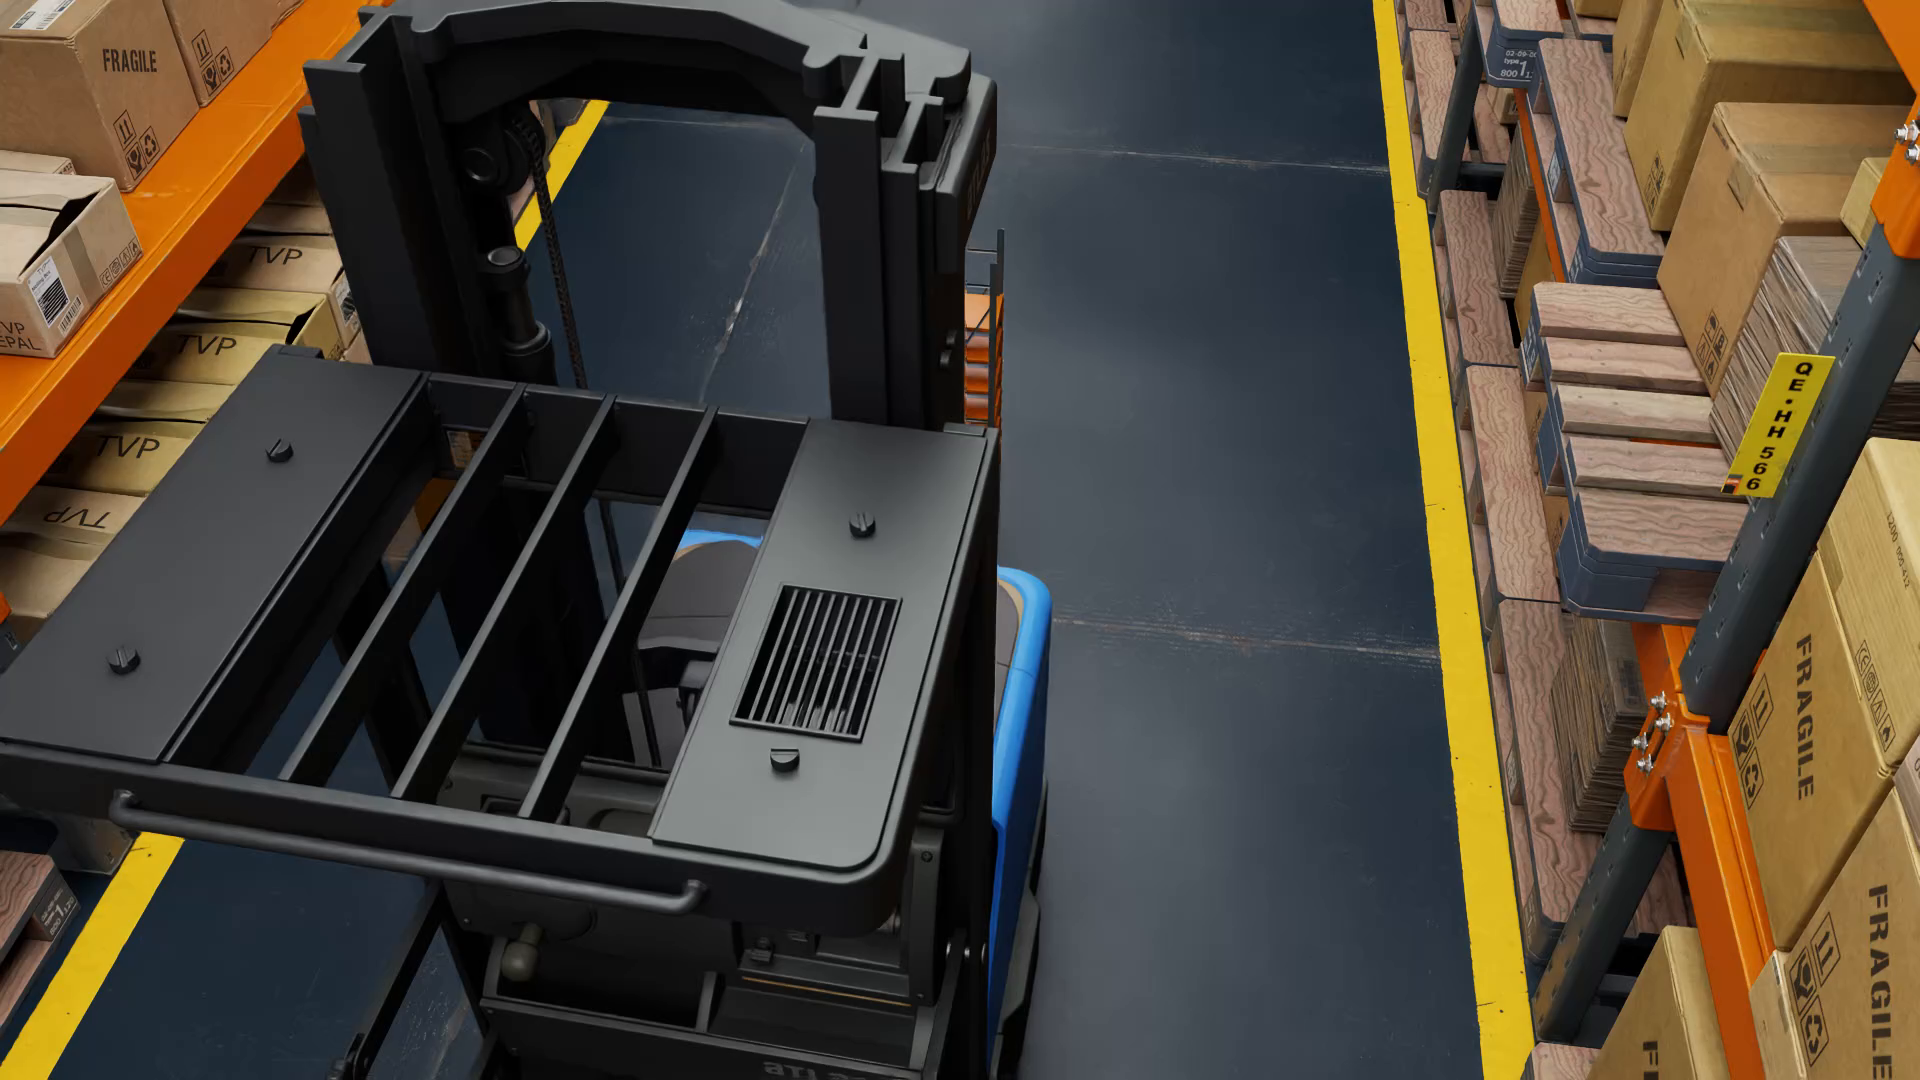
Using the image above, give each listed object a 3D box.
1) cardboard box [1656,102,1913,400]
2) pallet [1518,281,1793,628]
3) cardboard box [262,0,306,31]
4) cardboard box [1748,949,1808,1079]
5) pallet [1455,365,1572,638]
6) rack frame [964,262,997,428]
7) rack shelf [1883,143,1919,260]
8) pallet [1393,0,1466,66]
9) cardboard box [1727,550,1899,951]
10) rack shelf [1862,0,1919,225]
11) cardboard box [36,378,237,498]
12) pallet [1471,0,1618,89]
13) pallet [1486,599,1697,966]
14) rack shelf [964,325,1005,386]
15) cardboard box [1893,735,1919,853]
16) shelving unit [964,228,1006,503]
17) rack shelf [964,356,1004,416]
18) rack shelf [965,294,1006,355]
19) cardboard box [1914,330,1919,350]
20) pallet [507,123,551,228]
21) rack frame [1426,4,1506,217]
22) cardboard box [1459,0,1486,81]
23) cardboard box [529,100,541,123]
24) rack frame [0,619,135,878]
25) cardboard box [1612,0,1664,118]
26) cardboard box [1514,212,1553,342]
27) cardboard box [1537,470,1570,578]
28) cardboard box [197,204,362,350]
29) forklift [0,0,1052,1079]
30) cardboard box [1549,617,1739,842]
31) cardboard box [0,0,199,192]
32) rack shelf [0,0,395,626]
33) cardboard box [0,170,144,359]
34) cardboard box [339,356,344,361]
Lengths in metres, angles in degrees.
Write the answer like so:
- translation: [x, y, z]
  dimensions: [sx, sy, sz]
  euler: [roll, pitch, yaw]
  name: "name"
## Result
- translation: [2.112, -0.668, 3.881]
  dimensions: [0.700, 0.500, 0.500]
  euler: [1, 43, 2]
  name: "cardboard box"
- translation: [2.002, -0.193, 3.912]
  dimensions: [1.213, 0.211, 1.003]
  euler: [5, 44, 6]
  name: "pallet"
- translation: [-2.556, -2.097, 5.710]
  dimensions: [0.500, 0.500, 0.500]
  euler: [8, 44, 9]
  name: "cardboard box"
- translation: [1.579, 0.864, 2.824]
  dimensions: [0.380, 0.149, 0.250]
  euler: [6, 44, 7]
  name: "cardboard box"
- translation: [2.282, -0.116, 5.719]
  dimensions: [1.003, 0.211, 1.213]
  euler: [5, 44, 6]
  name: "pallet"
- translation: [-0.010, -0.383, 5.282]
  dimensions: [0.240, 1.200, 0.006]
  euler: [5, 44, 6]
  name: "rack frame"
- translation: [1.749, 0.768, 1.099]
  dimensions: [1.077, 0.370, 4.000]
  euler: [5, 44, 6]
  name: "rack shelf"
- translation: [2.755, -2.776, 8.528]
  dimensions: [1.003, 0.211, 1.213]
  euler: [5, 44, 6]
  name: "pallet"
- translation: [1.695, 0.389, 2.854]
  dimensions: [0.500, 0.500, 0.500]
  euler: [6, 44, 7]
  name: "cardboard box"
- translation: [2.278, -1.959, 3.978]
  dimensions: [1.077, 0.370, 4.000]
  euler: [5, 44, 6]
  name: "rack shelf"
- translation: [-2.476, -0.262, 5.132]
  dimensions: [0.500, 0.311, 0.500]
  euler: [4, 44, 4]
  name: "cardboard box"
- translation: [2.297, -1.916, 5.732]
  dimensions: [1.003, 0.211, 1.213]
  euler: [5, 44, 6]
  name: "pallet"
- translation: [2.118, 0.713, 4.844]
  dimensions: [1.003, 0.211, 1.213]
  euler: [5, 44, 6]
  name: "pallet"
- translation: [0.002, -0.588, 5.213]
  dimensions: [0.258, 0.103, 0.180]
  euler: [5, 44, 6]
  name: "rack shelf"
- translation: [1.627, 0.461, 2.232]
  dimensions: [0.500, 0.250, 0.500]
  euler: [5, 44, 5]
  name: "cardboard box"
- translation: [0.002, -0.446, 5.348]
  dimensions: [0.258, 1.200, 0.189]
  euler: [5, 44, 6]
  name: "shelving unit"
- translation: [0.002, -0.500, 5.296]
  dimensions: [0.258, 0.103, 0.180]
  euler: [5, 44, 6]
  name: "rack shelf"
- translation: [0.002, -0.675, 5.131]
  dimensions: [0.258, 0.103, 0.180]
  euler: [5, 44, 6]
  name: "rack shelf"
- translation: [2.029, -0.437, 3.165]
  dimensions: [0.380, 0.149, 0.250]
  euler: [0, 43, 0]
  name: "cardboard box"
- translation: [-2.427, -1.423, 7.099]
  dimensions: [1.003, 0.211, 1.213]
  euler: [5, 44, 6]
  name: "pallet"
- translation: [2.542, -2.494, 6.202]
  dimensions: [1.000, 3.000, 0.127]
  euler: [5, 44, 6]
  name: "rack frame"
- translation: [2.640, -2.457, 7.661]
  dimensions: [0.500, 0.500, 0.500]
  euler: [2, 43, 2]
  name: "cardboard box"
- translation: [-2.136, -1.786, 7.149]
  dimensions: [0.500, 0.250, 0.500]
  euler: [5, 44, 5]
  name: "cardboard box"
- translation: [-2.898, -0.215, 3.796]
  dimensions: [1.000, 3.000, 0.127]
  euler: [5, 44, 6]
  name: "rack frame"
- translation: [2.304, -1.514, 4.775]
  dimensions: [0.700, 0.500, 0.500]
  euler: [11, 45, 11]
  name: "cardboard box"
- translation: [2.443, -0.886, 6.002]
  dimensions: [0.700, 0.500, 0.500]
  euler: [4, 44, 5]
  name: "cardboard box"
- translation: [2.278, -0.197, 5.274]
  dimensions: [0.700, 0.500, 0.500]
  euler: [5, 44, 5]
  name: "cardboard box"
- translation: [-2.339, -0.960, 5.868]
  dimensions: [0.500, 0.311, 0.500]
  euler: [5, 44, 5]
  name: "cardboard box"
- translation: [-0.532, 0.731, 2.846]
  dimensions: [1.130, 2.935, 3.031]
  euler: [7, 44, 8]
  name: "forklift"
- translation: [2.057, 0.485, 4.554]
  dimensions: [0.700, 0.500, 0.500]
  euler: [6, 44, 6]
  name: "cardboard box"
- translation: [-2.692, -1.397, 4.971]
  dimensions: [0.500, 0.500, 0.500]
  euler: [3, 44, 3]
  name: "cardboard box"
- translation: [-2.633, -1.317, 5.483]
  dimensions: [1.077, 0.370, 4.000]
  euler: [5, 44, 6]
  name: "rack shelf"
- translation: [-2.587, -0.775, 4.451]
  dimensions: [0.500, 0.311, 0.500]
  euler: [5, 44, 5]
  name: "cardboard box"
- translation: [-2.409, -0.397, 5.682]
  dimensions: [0.500, 0.250, 0.500]
  euler: [4, 44, 4]
  name: "cardboard box"
